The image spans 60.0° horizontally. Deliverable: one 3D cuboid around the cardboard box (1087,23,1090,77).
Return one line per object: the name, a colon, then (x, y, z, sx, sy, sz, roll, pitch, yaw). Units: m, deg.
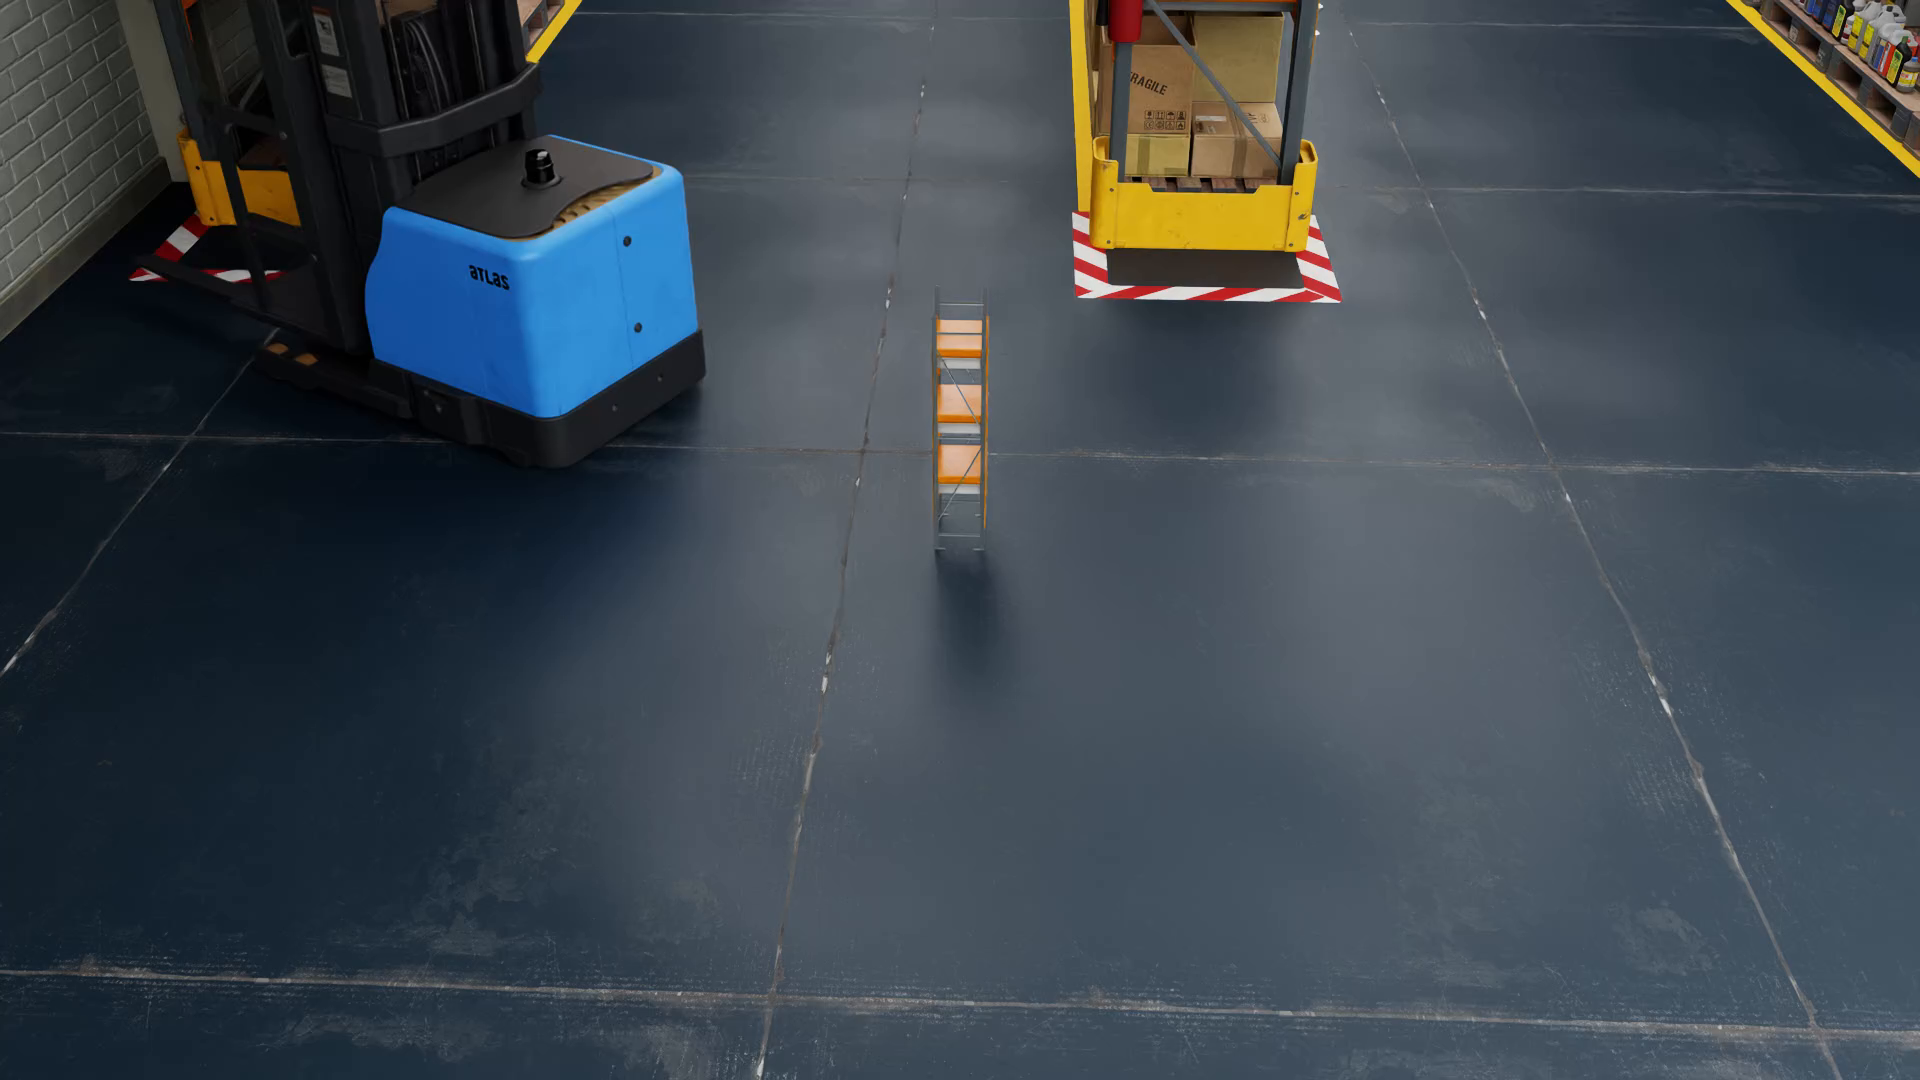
cardboard box: (1.072, -3.128, 10.618, 0.500, 0.250, 0.500, 1, 35, 2)

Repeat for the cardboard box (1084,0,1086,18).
cardboard box: (1.112, -3.702, 11.435, 0.500, 0.250, 0.500, 1, 35, 2)

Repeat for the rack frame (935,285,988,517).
rack frame: (0.007, -0.530, 6.592, 0.200, 1.050, 0.008, 1, 35, 2)

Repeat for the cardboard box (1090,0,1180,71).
cardboard box: (1.048, -3.147, 9.993, 0.500, 0.500, 0.500, 1, 35, 2)

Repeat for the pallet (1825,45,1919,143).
pallet: (6.293, -2.857, 10.631, 1.003, 0.211, 1.213, 1, 35, 2)

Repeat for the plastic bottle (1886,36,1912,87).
plastic bottle: (5.869, -2.989, 10.374, 0.061, 0.283, 0.133, 2, 35, 3)

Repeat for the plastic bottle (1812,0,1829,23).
plastic bottle: (5.961, -3.727, 11.366, 0.144, 0.351, 0.185, 2, 35, 3)

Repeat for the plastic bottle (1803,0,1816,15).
plastic bottle: (5.971, -3.792, 11.523, 0.152, 0.276, 0.135, 3, 35, 4)

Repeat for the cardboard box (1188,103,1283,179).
cardboard box: (1.542, -2.254, 9.374, 0.500, 0.250, 0.500, 1, 35, 2)

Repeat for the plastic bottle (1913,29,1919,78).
plastic bottle: (6.027, -3.063, 10.480, 0.061, 0.283, 0.133, 1, 35, 2)

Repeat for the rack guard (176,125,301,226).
rack guard: (-3.649, -2.037, 9.214, 1.175, 0.500, 0.348, 1, 35, 2)

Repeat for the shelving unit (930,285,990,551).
shelving unit: (0.002, -0.460, 6.492, 0.215, 1.050, 0.252, 1, 35, 2)

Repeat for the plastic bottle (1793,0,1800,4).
plastic bottle: (5.953, -3.889, 11.726, 0.097, 0.201, 0.097, 0, 35, 0)

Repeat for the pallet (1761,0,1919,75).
pallet: (6.339, -3.560, 11.631, 1.003, 0.211, 1.213, 1, 35, 2)

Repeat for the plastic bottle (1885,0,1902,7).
plastic bottle: (6.526, -3.808, 11.481, 0.144, 0.351, 0.185, 1, 35, 2)

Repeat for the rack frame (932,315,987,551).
rack frame: (-0.003, -0.390, 6.392, 0.200, 1.050, 0.008, 1, 35, 2)

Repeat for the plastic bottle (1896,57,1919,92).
plastic bottle: (5.883, -2.888, 10.301, 0.097, 0.201, 0.097, 0, 35, 0)

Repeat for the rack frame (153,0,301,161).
rack frame: (-3.652, -3.016, 8.433, 1.000, 3.000, 0.127, 1, 35, 2)

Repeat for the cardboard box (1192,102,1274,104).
cardboard box: (1.558, -2.541, 9.783, 0.500, 0.250, 0.500, 1, 35, 2)

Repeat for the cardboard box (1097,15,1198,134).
cardboard box: (1.022, -2.572, 9.175, 0.500, 0.500, 0.500, 1, 35, 2)

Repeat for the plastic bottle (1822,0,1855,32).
plastic bottle: (5.953, -3.619, 11.212, 0.144, 0.351, 0.185, 0, 35, 0)

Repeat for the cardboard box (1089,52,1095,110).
cardboard box: (1.051, -2.840, 10.209, 0.500, 0.250, 0.500, 1, 35, 2)

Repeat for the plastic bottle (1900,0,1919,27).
plastic bottle: (6.513, -3.653, 11.325, 0.152, 0.276, 0.135, 1, 35, 2)

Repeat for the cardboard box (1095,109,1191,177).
cardboard box: (1.024, -2.266, 9.391, 0.500, 0.250, 0.500, 1, 35, 2)

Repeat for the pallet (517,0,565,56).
pallet: (-3.483, -3.787, 11.954, 1.003, 0.211, 1.213, 1, 35, 2)

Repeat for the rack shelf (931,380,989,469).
rack shelf: (0.002, -0.452, 6.498, 0.215, 0.259, 0.240, 1, 35, 2)

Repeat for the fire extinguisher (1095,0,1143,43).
fire extinguisher: (0.829, -2.815, 8.214, 0.296, 0.674, 0.183, 1, 35, 2)

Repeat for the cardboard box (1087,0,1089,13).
cardboard box: (1.087, -3.722, 10.811, 0.500, 0.500, 0.500, 1, 35, 2)

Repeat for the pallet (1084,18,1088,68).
pallet: (1.385, -3.605, 11.696, 1.003, 0.211, 1.213, 1, 35, 2)

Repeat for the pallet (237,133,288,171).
pallet: (-3.581, -2.385, 9.960, 1.003, 0.211, 1.213, 1, 35, 2)

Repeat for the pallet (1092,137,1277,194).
pallet: (1.287, -2.203, 9.701, 1.003, 0.211, 1.213, 1, 35, 2)

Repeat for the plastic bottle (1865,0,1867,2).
plastic bottle: (6.075, -3.609, 11.266, 0.097, 0.271, 0.097, 0, 35, 0)

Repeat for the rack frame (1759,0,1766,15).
rack frame: (6.408, -5.085, 11.377, 1.000, 3.000, 0.127, 1, 35, 2)

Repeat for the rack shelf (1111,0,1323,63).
rack shelf: (1.378, -3.759, 10.115, 1.077, 0.370, 4.000, 1, 35, 2)

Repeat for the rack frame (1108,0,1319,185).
rack frame: (1.298, -2.904, 8.273, 1.000, 3.000, 0.127, 1, 35, 2)

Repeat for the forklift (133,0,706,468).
forklift: (-2.703, -2.135, 7.239, 3.031, 2.935, 1.130, 20, 40, 25)

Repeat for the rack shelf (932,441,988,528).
rack shelf: (0.002, -0.224, 6.658, 0.215, 0.259, 0.240, 1, 35, 2)

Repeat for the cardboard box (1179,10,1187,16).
cardboard box: (1.567, -3.135, 9.976, 0.500, 0.500, 0.500, 1, 35, 2)

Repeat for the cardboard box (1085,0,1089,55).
cardboard box: (1.086, -3.415, 11.027, 0.500, 0.250, 0.500, 1, 35, 2)

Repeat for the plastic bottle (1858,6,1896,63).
plastic bottle: (5.929, -3.268, 10.712, 0.144, 0.351, 0.185, 3, 35, 4)

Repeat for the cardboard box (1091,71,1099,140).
cardboard box: (1.032, -2.553, 9.800, 0.500, 0.250, 0.500, 1, 35, 2)

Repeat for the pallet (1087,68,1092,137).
pallet: (1.338, -2.902, 10.696, 1.003, 0.211, 1.213, 1, 35, 2)

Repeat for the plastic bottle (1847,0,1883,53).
plastic bottle: (5.936, -3.375, 10.864, 0.144, 0.351, 0.185, 1, 35, 2)

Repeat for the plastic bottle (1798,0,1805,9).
plastic bottle: (5.949, -3.831, 11.643, 0.097, 0.201, 0.097, 0, 35, 0)

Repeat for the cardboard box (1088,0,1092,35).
cardboard box: (1.069, -3.435, 10.402, 0.500, 0.500, 0.500, 1, 35, 2)

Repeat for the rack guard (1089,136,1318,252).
rack guard: (1.297, -1.867, 8.972, 1.175, 0.500, 0.348, 1, 35, 2)

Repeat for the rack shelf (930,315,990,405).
rack shelf: (0.002, -0.684, 6.335, 0.215, 0.259, 0.240, 1, 35, 2)

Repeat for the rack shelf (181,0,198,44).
rack shelf: (-3.572, -3.871, 10.275, 1.077, 0.370, 4.000, 1, 35, 2)

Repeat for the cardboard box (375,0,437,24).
cardboard box: (-3.432, -3.317, 10.652, 0.700, 0.500, 0.500, -1, 35, -1)

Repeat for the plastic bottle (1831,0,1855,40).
plastic bottle: (5.905, -3.497, 11.098, 0.061, 0.283, 0.133, 3, 35, 4)

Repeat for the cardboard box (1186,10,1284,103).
cardboard box: (1.560, -2.848, 9.567, 0.500, 0.500, 0.500, 1, 35, 2)

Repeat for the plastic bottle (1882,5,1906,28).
plastic bottle: (6.085, -3.355, 10.901, 0.152, 0.276, 0.135, 1, 35, 2)

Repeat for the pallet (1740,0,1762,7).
pallet: (6.400, -4.397, 12.822, 1.003, 0.211, 1.213, 1, 35, 2)

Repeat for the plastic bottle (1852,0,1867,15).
plastic bottle: (5.985, -3.501, 11.113, 0.097, 0.271, 0.097, 0, 35, 0)

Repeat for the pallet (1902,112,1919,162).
pallet: (6.241, -2.158, 9.637, 1.003, 0.211, 1.213, 1, 35, 2)

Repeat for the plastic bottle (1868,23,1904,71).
plastic bottle: (5.926, -3.142, 10.598, 0.152, 0.276, 0.135, 0, 35, 1)

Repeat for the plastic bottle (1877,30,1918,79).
plastic bottle: (5.920, -3.062, 10.485, 0.152, 0.276, 0.135, 2, 35, 2)

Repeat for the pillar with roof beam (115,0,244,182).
pillar with roof beam: (-0.187, -5.793, 7.167, 9.100, 9.000, 0.400, 1, 35, 2)

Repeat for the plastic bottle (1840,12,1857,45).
plastic bottle: (5.918, -3.396, 11.024, 0.097, 0.201, 0.097, 0, 35, 0)
